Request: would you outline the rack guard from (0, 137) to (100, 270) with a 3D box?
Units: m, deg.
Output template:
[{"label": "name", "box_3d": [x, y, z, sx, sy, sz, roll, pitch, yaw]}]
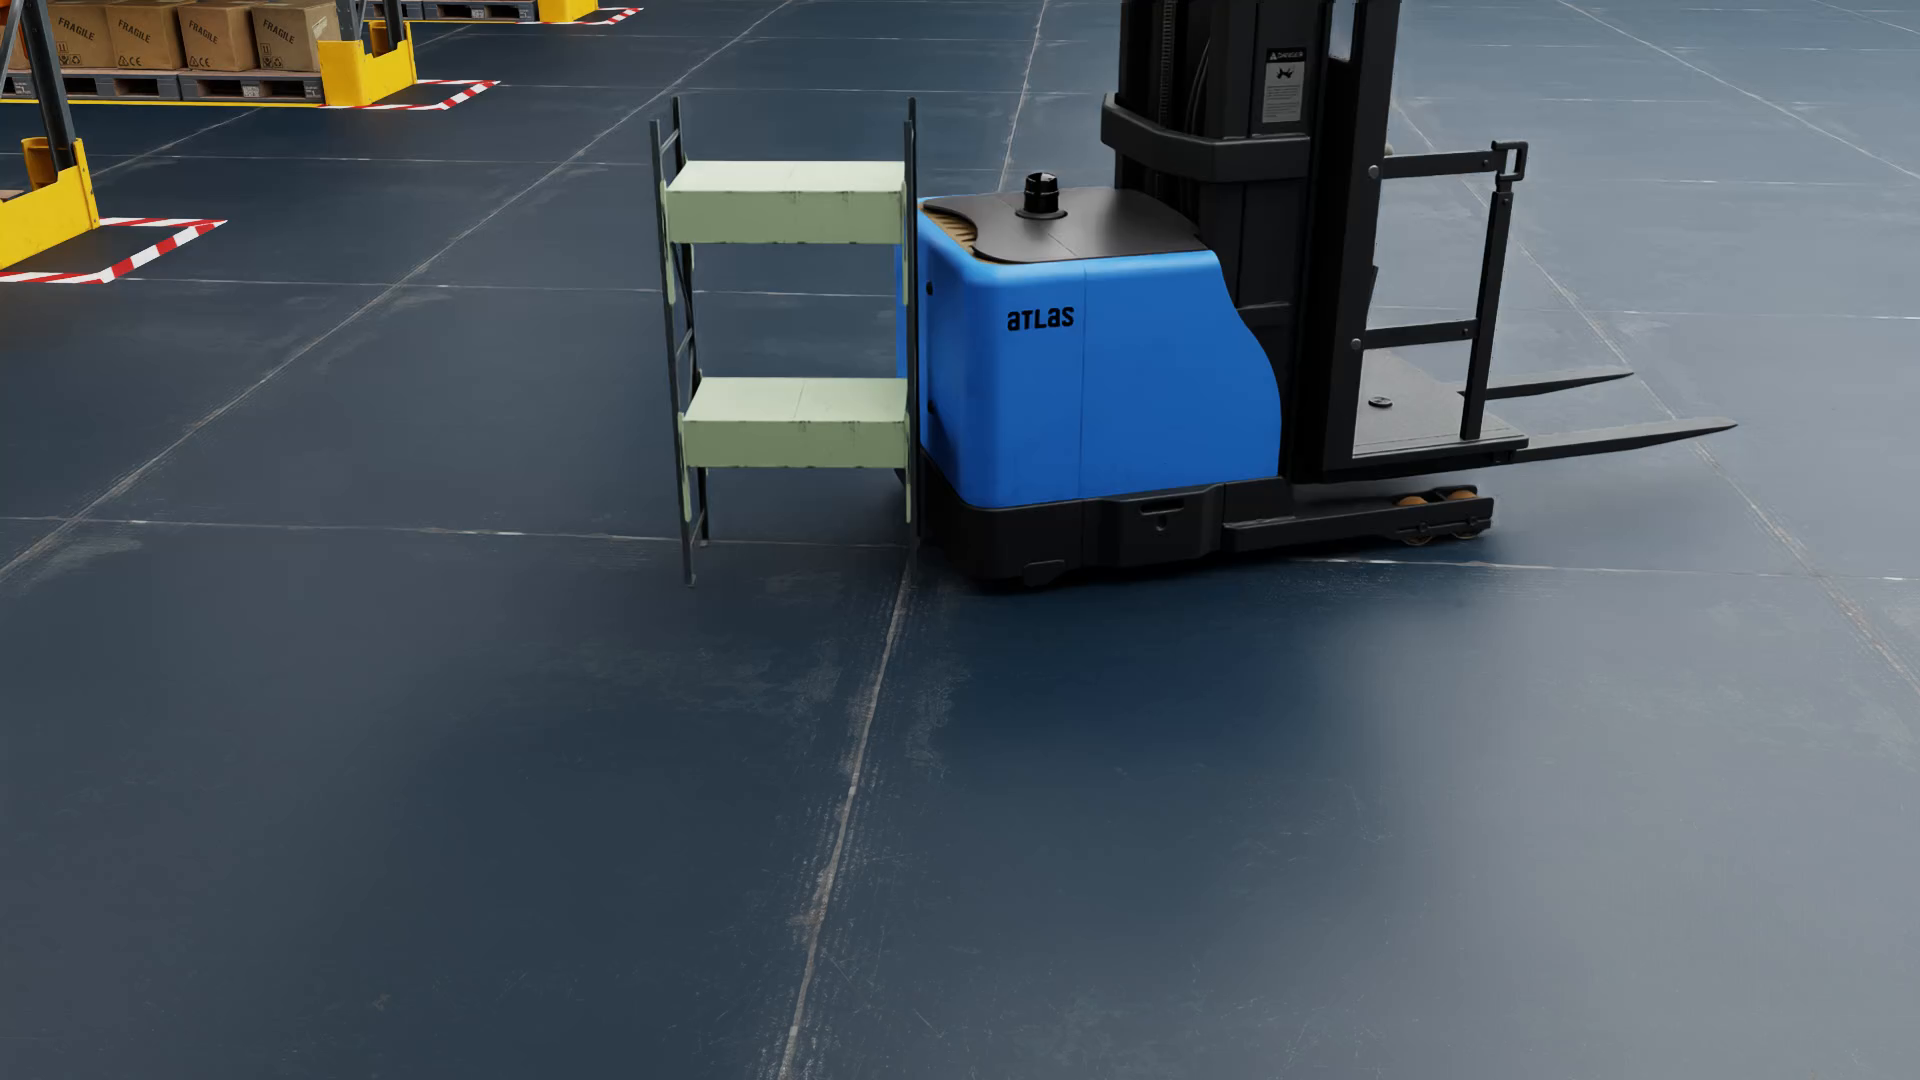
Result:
[{"label": "rack guard", "box_3d": [-5.254, -1.851, 9.175, 0.348, 0.500, 1.175, 2, 25, 4]}]

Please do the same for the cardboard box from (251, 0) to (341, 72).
[{"label": "cardboard box", "box_3d": [-5.417, -4.151, 13.670, 0.500, 0.500, 0.500, 6, 25, 14]}]

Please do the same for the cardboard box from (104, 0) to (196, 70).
[{"label": "cardboard box", "box_3d": [-6.638, -4.183, 13.741, 0.500, 0.500, 0.500, 4, 25, 9]}]

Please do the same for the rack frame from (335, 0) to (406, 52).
[{"label": "rack frame", "box_3d": [-4.796, -5.068, 13.176, 0.127, 3.000, 1.000, 2, 25, 4]}]

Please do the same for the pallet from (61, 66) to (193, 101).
[{"label": "pallet", "box_3d": [-6.892, -3.885, 13.940, 1.213, 0.211, 1.003, 2, 25, 4]}]

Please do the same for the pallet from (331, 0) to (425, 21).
[{"label": "pallet", "box_3d": [-6.332, -5.899, 18.317, 1.213, 0.211, 1.003, 2, 25, 4]}]

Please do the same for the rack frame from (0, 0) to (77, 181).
[{"label": "rack frame", "box_3d": [-5.175, -3.004, 8.690, 0.127, 3.000, 1.000, 2, 25, 4]}]

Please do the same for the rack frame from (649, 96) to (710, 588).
[{"label": "rack frame", "box_3d": [-0.880, -0.607, 5.276, 0.023, 1.500, 0.400, 0, 25, 1]}]

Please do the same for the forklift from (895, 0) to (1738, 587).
[{"label": "forklift", "box_3d": [1.335, -1.516, 5.538, 3.031, 2.935, 1.130, -7, 26, -15]}]

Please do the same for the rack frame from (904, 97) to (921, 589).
[{"label": "rack frame", "box_3d": [-0.148, -0.604, 5.269, 0.023, 1.500, 0.400, 0, 25, 1]}]

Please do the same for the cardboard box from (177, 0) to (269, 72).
[{"label": "cardboard box", "box_3d": [-6.016, -4.155, 13.680, 0.500, 0.500, 0.500, 8, 26, 18]}]

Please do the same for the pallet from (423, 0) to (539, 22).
[{"label": "pallet", "box_3d": [-5.119, -5.859, 18.230, 1.213, 0.211, 1.003, 2, 25, 4]}]

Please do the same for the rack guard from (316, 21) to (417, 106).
[{"label": "rack guard", "box_3d": [-4.872, -3.935, 13.704, 0.348, 0.500, 1.175, 2, 25, 4]}]

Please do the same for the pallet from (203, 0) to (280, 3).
[{"label": "pallet", "box_3d": [-7.551, -5.937, 18.399, 1.213, 0.211, 1.003, 2, 25, 4]}]

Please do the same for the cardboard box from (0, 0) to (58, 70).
[{"label": "cardboard box", "box_3d": [-7.817, -4.207, 13.792, 0.500, 0.500, 0.500, 10, 27, 21]}]

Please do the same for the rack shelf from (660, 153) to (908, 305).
[{"label": "rack shelf", "box_3d": [-0.514, -0.960, 5.109, 0.720, 0.370, 0.431, 0, 25, 1]}]

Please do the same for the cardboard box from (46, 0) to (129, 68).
[{"label": "cardboard box", "box_3d": [-7.192, -4.220, 13.820, 0.500, 0.500, 0.500, 0, 25, -1]}]

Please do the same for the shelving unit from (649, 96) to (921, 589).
[{"label": "shelving unit", "box_3d": [-0.514, -0.606, 5.273, 0.755, 1.500, 0.431, 0, 25, 1]}]

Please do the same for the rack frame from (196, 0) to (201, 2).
[{"label": "rack frame", "box_3d": [-8.304, -7.260, 17.940, 0.127, 3.000, 1.000, 2, 25, 4]}]

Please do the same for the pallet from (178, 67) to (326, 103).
[{"label": "pallet", "box_3d": [-5.679, -3.845, 13.853, 1.213, 0.211, 1.003, 2, 25, 4]}]

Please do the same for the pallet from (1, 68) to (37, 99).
[{"label": "pallet", "box_3d": [-8.112, -3.923, 14.023, 1.213, 0.211, 1.003, 2, 25, 4]}]

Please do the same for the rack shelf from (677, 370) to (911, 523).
[{"label": "rack shelf", "box_3d": [-0.514, -0.310, 5.409, 0.720, 0.370, 0.431, 0, 25, 1]}]

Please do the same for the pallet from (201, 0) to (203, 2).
[{"label": "pallet", "box_3d": [-9.079, -5.987, 18.509, 1.213, 0.211, 1.003, 2, 25, 4]}]

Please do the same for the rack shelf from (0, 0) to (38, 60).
[{"label": "rack shelf", "box_3d": [-7.169, -2.741, 8.980, 4.000, 0.370, 1.077, 2, 25, 4]}]

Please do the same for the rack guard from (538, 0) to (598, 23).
[{"label": "rack guard", "box_3d": [-4.291, -5.996, 18.183, 0.348, 0.500, 1.175, 2, 25, 4]}]

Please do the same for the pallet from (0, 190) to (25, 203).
[{"label": "pallet", "box_3d": [-6.064, -1.748, 9.297, 1.213, 0.211, 1.003, 2, 25, 4]}]
